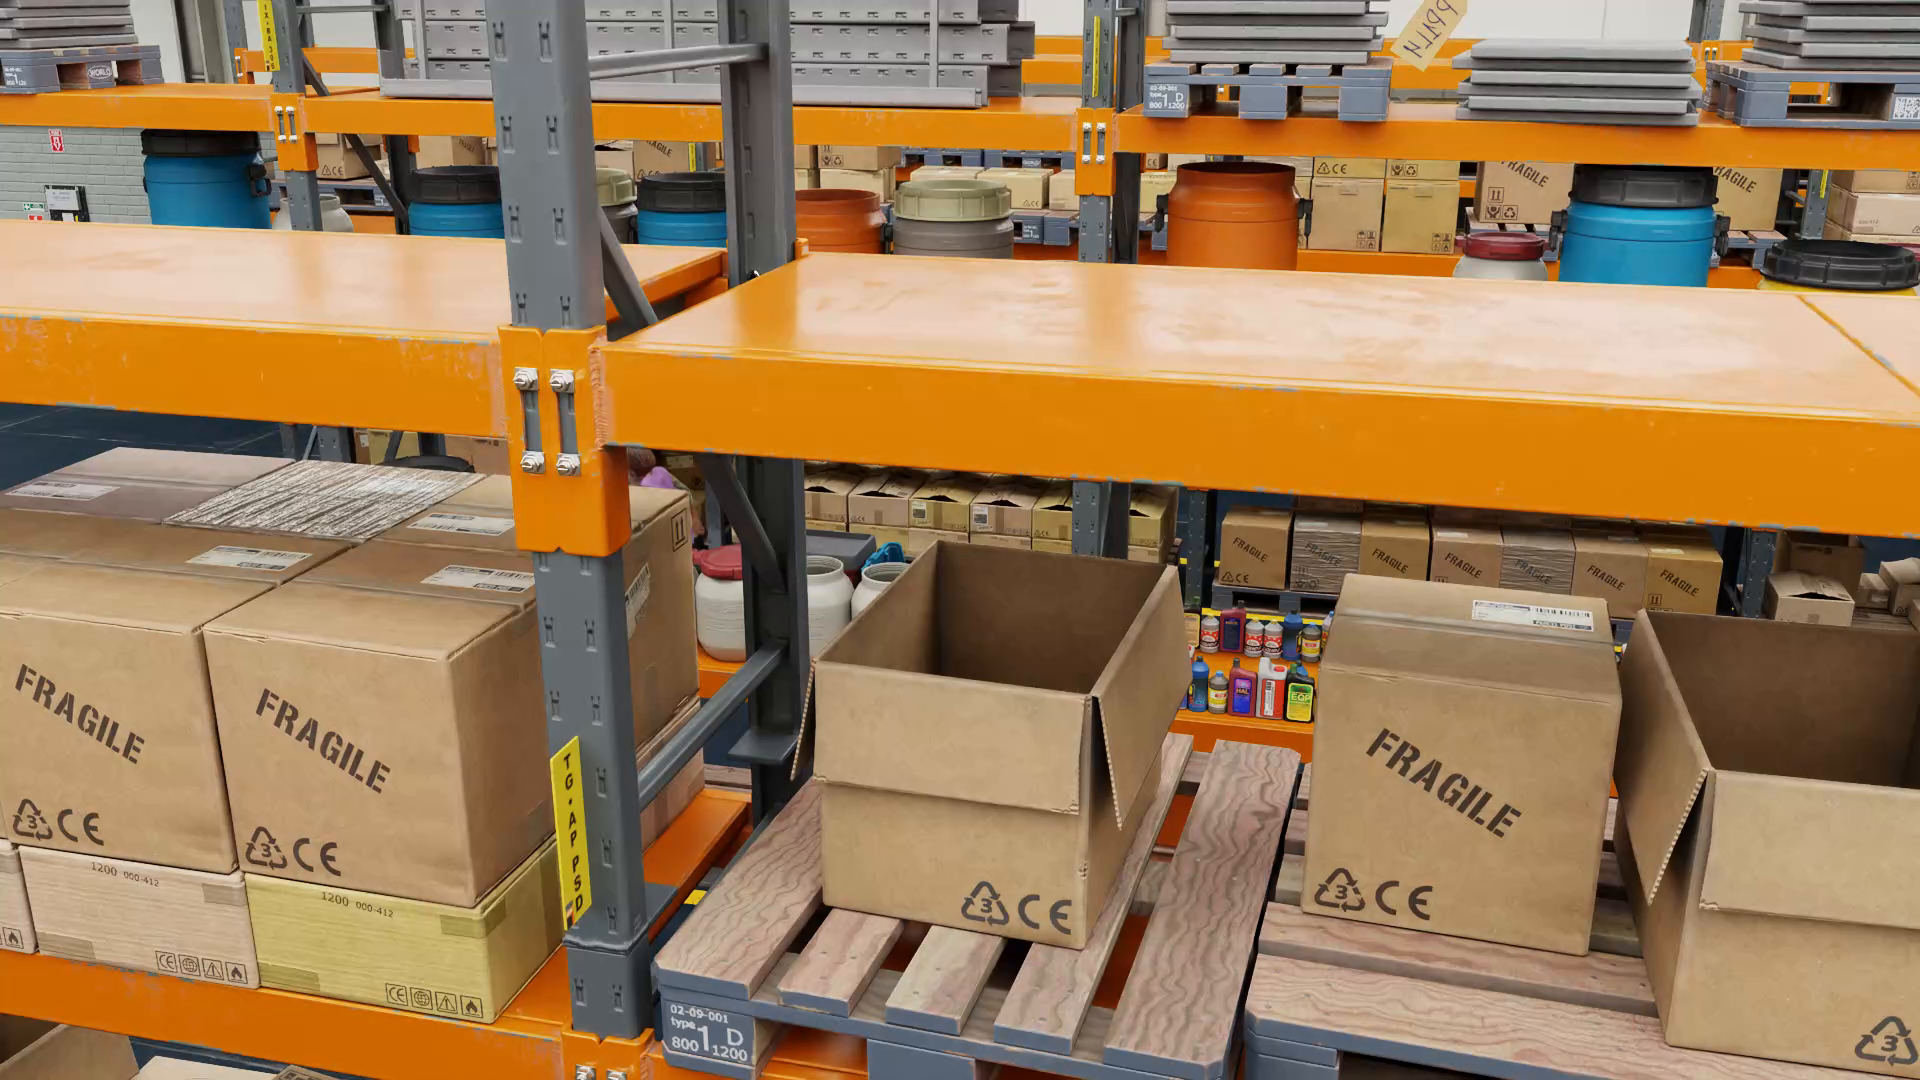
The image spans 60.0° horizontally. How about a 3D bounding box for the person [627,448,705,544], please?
[{"bbox_3d":[-2.120,0.024,12.156,0.579,1.495,0.609,2,19,7],"label":"person"}]
